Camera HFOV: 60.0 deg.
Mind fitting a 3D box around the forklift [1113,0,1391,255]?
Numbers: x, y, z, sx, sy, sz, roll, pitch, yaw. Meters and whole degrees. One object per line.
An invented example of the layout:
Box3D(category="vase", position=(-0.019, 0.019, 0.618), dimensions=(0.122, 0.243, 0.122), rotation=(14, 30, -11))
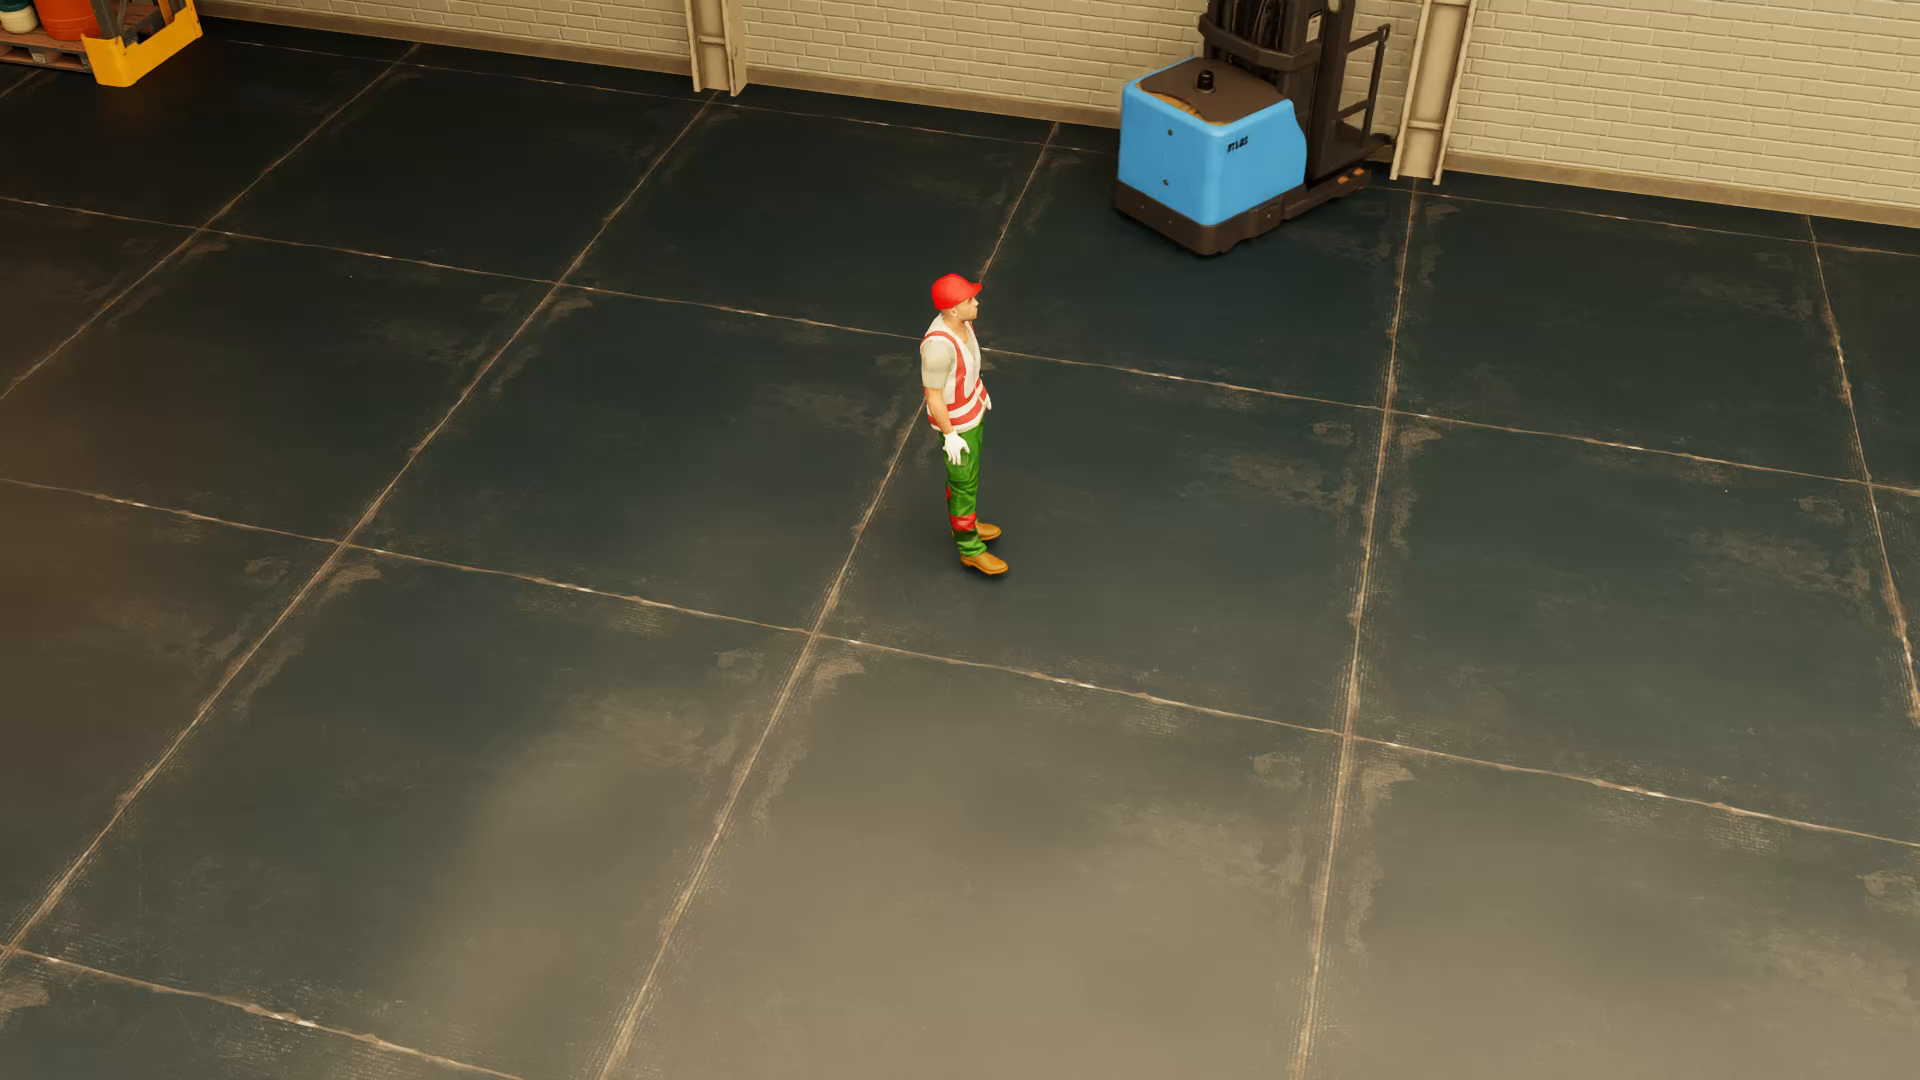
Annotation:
Box3D(category="forklift", position=(2.646, -4.052, 12.484), dimensions=(3.031, 2.935, 1.130), rotation=(-29, 49, -29))

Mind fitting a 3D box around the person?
Box3D(category="person", position=(0.074, -0.687, 9.439), dimensions=(0.564, 1.787, 0.637), rotation=(10, 42, 11))
